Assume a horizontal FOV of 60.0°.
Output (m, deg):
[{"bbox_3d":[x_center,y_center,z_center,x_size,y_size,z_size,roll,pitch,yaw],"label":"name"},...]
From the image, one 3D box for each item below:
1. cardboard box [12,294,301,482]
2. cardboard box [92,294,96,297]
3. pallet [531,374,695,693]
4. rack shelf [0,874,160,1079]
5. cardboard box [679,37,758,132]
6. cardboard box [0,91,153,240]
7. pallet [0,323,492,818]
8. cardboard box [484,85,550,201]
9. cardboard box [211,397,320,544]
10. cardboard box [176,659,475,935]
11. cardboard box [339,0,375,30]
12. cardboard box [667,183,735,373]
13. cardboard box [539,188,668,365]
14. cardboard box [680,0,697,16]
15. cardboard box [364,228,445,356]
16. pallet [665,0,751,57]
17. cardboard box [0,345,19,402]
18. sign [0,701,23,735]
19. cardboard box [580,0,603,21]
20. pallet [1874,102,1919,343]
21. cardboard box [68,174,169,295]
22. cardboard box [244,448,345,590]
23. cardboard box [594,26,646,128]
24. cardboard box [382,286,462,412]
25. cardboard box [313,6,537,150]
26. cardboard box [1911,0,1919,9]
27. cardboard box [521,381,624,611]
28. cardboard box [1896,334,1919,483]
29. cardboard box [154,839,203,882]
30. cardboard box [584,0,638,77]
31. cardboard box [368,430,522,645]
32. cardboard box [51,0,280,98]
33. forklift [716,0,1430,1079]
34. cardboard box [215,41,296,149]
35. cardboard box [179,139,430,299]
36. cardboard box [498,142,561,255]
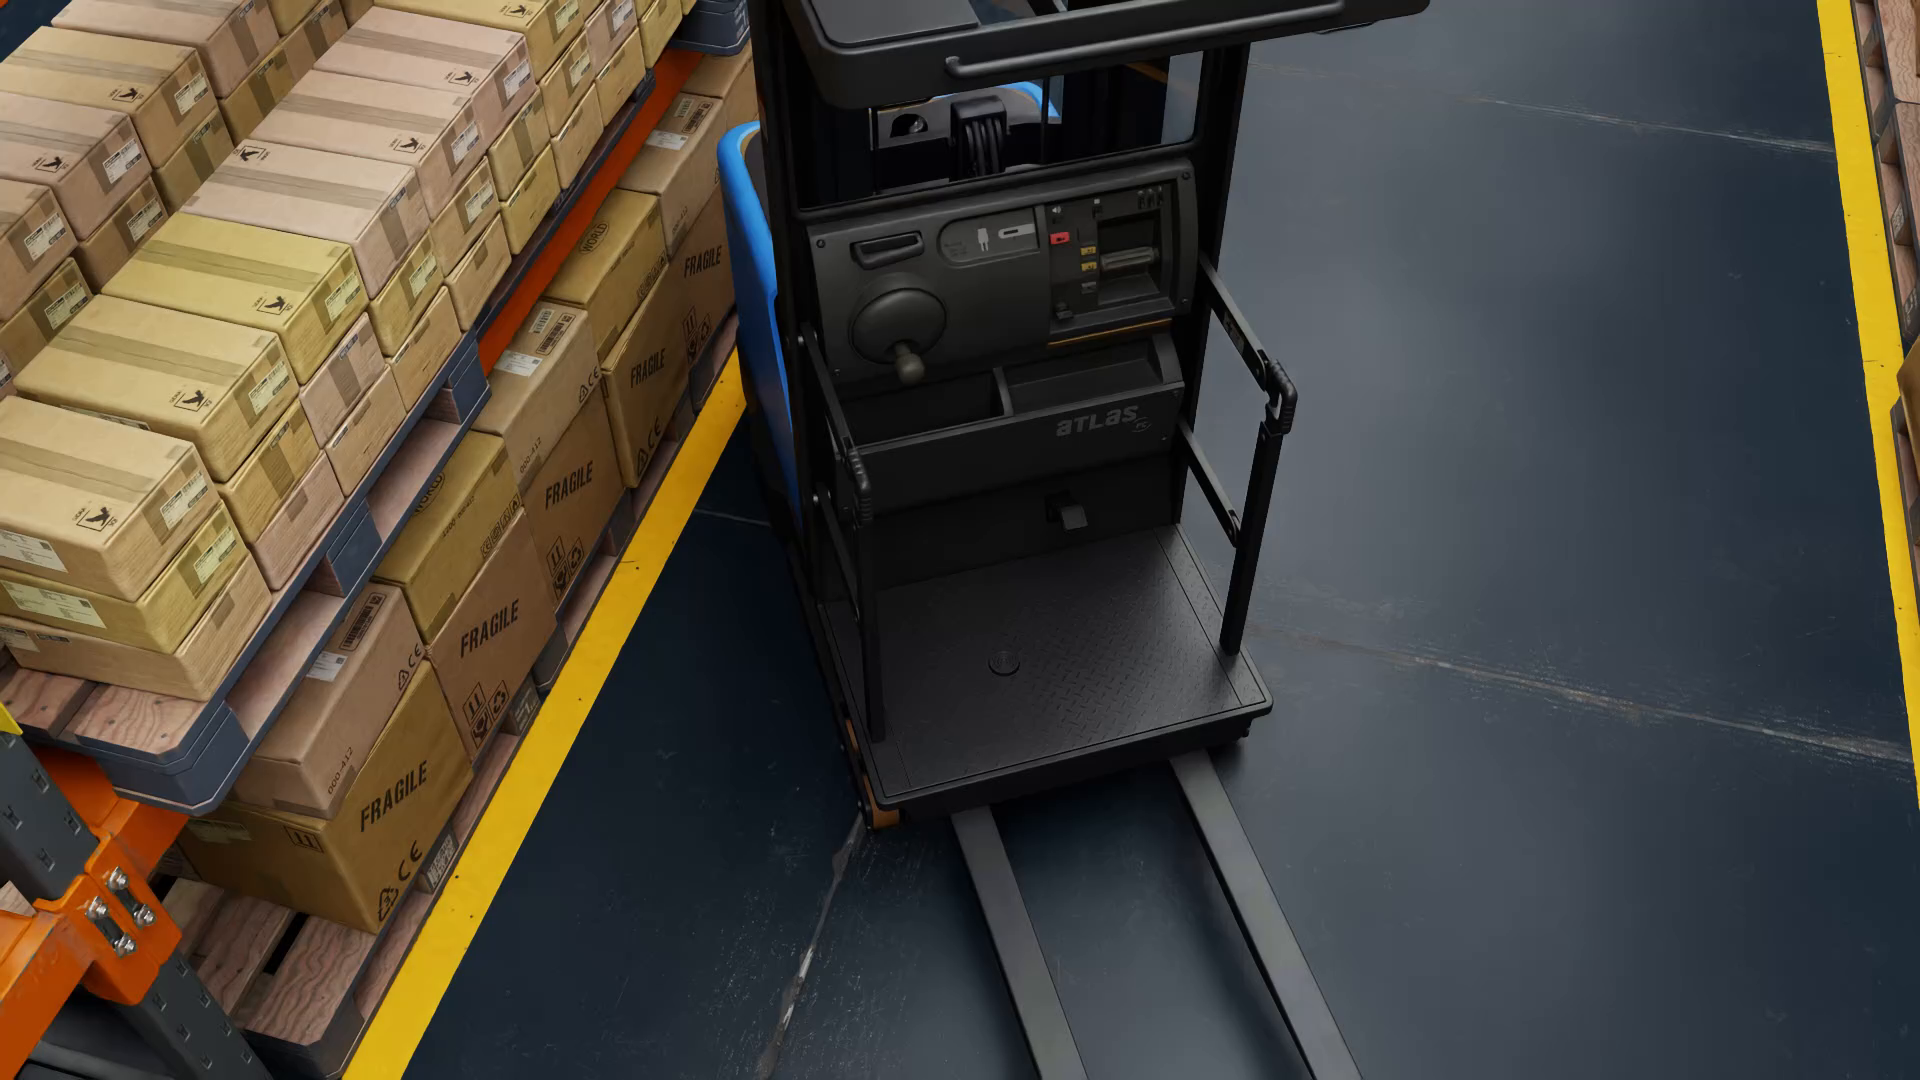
[{"bbox_3d":[-1.434,-0.276,2.984,0.380,0.149,0.250,13,50,11],"label":"cardboard box"},{"bbox_3d":[-1.934,-0.557,3.629,0.380,0.149,0.250,9,49,8],"label":"cardboard box"},{"bbox_3d":[-1.526,-0.152,5.243,1.003,0.211,1.213,12,50,10],"label":"pallet"},{"bbox_3d":[-2.575,2.059,1.912,1.077,0.370,4.000,12,50,10],"label":"rack shelf"},{"bbox_3d":[-0.923,-1.533,5.489,0.500,0.250,0.500,11,49,9],"label":"cardboard box"},{"bbox_3d":[-1.923,-0.779,3.427,0.380,0.149,0.250,11,50,10],"label":"cardboard box"},{"bbox_3d":[-1.708,-0.087,3.454,1.003,0.211,1.213,12,50,10],"label":"pallet"},{"bbox_3d":[-1.161,-0.925,3.754,0.380,0.149,0.250,11,49,9],"label":"cardboard box"},{"bbox_3d":[-1.435,-0.162,3.082,0.380,0.149,0.250,11,49,9],"label":"cardboard box"},{"bbox_3d":[-1.599,0.580,4.125,0.500,0.500,0.500,13,50,11],"label":"cardboard box"},{"bbox_3d":[-1.655,-1.432,4.202,0.380,0.149,0.250,11,50,10],"label":"cardboard box"},{"bbox_3d":[-1.058,-0.929,5.456,0.500,0.500,0.500,13,50,12],"label":"cardboard box"},{"bbox_3d":[-1.195,-0.801,4.843,0.500,0.250,0.500,13,50,11],"label":"cardboard box"},{"bbox_3d":[-0.886,-1.583,4.534,0.380,0.149,0.250,11,49,10],"label":"cardboard box"},{"bbox_3d":[-1.300,-0.537,3.413,0.380,0.149,0.250,10,49,8],"label":"cardboard box"},{"bbox_3d":[-1.081,-1.919,5.071,1.213,0.211,1.003,12,50,10],"label":"pallet"},{"bbox_3d":[-2.067,-0.298,3.201,0.380,0.149,0.250,12,50,10],"label":"cardboard box"},{"bbox_3d":[-1.524,0.189,2.505,0.100,0.325,0.005,12,50,10],"label":"sign"},{"bbox_3d":[-1.025,-1.392,3.969,0.380,0.149,0.250,14,50,12],"label":"cardboard box"},{"bbox_3d":[3.969,-1.110,6.089,1.003,0.211,1.213,12,50,10],"label":"pallet"},{"bbox_3d":[-1.931,-0.676,3.535,0.380,0.149,0.250,10,49,9],"label":"cardboard box"},{"bbox_3d":[-1.434,-0.078,3.205,0.380,0.149,0.250,12,50,11],"label":"cardboard box"},{"bbox_3d":[-1.025,-1.201,4.197,0.380,0.149,0.250,13,50,11],"label":"cardboard box"},{"bbox_3d":[-1.298,-0.439,3.524,0.380,0.149,0.250,12,50,10],"label":"cardboard box"},{"bbox_3d":[-1.162,-1.008,3.630,0.380,0.149,0.250,13,50,11],"label":"cardboard box"},{"bbox_3d":[4.342,-2.493,6.824,0.700,0.500,0.500,8,49,7],"label":"cardboard box"},{"bbox_3d":[-1.336,-0.185,4.799,0.500,0.500,0.500,12,50,11],"label":"cardboard box"},{"bbox_3d":[3.561,-0.408,4.747,1.225,0.875,0.875,9,49,8],"label":"cardboard box"},{"bbox_3d":[-2.097,0.477,4.215,0.500,0.500,0.500,11,49,9],"label":"cardboard box"},{"bbox_3d":[-1.024,-1.293,4.080,0.380,0.149,0.250,13,50,11],"label":"cardboard box"},{"bbox_3d":[-1.462,-0.054,4.184,0.500,0.250,0.500,13,50,11],"label":"cardboard box"},{"bbox_3d":[-1.788,-1.150,3.755,0.380,0.149,0.250,10,49,8],"label":"cardboard box"},{"bbox_3d":[0.179,-0.523,3.757,1.130,2.935,3.031,-13,50,-11],"label":"forklift"},{"bbox_3d":[-1.791,-1.061,3.875,0.380,0.149,0.250,12,50,10],"label":"cardboard box"},{"bbox_3d":[-1.296,-0.641,3.306,0.380,0.149,0.250,11,49,10],"label":"cardboard box"},{"bbox_3d":[-1.163,-0.822,3.862,0.380,0.149,0.250,11,49,9],"label":"cardboard box"}]
